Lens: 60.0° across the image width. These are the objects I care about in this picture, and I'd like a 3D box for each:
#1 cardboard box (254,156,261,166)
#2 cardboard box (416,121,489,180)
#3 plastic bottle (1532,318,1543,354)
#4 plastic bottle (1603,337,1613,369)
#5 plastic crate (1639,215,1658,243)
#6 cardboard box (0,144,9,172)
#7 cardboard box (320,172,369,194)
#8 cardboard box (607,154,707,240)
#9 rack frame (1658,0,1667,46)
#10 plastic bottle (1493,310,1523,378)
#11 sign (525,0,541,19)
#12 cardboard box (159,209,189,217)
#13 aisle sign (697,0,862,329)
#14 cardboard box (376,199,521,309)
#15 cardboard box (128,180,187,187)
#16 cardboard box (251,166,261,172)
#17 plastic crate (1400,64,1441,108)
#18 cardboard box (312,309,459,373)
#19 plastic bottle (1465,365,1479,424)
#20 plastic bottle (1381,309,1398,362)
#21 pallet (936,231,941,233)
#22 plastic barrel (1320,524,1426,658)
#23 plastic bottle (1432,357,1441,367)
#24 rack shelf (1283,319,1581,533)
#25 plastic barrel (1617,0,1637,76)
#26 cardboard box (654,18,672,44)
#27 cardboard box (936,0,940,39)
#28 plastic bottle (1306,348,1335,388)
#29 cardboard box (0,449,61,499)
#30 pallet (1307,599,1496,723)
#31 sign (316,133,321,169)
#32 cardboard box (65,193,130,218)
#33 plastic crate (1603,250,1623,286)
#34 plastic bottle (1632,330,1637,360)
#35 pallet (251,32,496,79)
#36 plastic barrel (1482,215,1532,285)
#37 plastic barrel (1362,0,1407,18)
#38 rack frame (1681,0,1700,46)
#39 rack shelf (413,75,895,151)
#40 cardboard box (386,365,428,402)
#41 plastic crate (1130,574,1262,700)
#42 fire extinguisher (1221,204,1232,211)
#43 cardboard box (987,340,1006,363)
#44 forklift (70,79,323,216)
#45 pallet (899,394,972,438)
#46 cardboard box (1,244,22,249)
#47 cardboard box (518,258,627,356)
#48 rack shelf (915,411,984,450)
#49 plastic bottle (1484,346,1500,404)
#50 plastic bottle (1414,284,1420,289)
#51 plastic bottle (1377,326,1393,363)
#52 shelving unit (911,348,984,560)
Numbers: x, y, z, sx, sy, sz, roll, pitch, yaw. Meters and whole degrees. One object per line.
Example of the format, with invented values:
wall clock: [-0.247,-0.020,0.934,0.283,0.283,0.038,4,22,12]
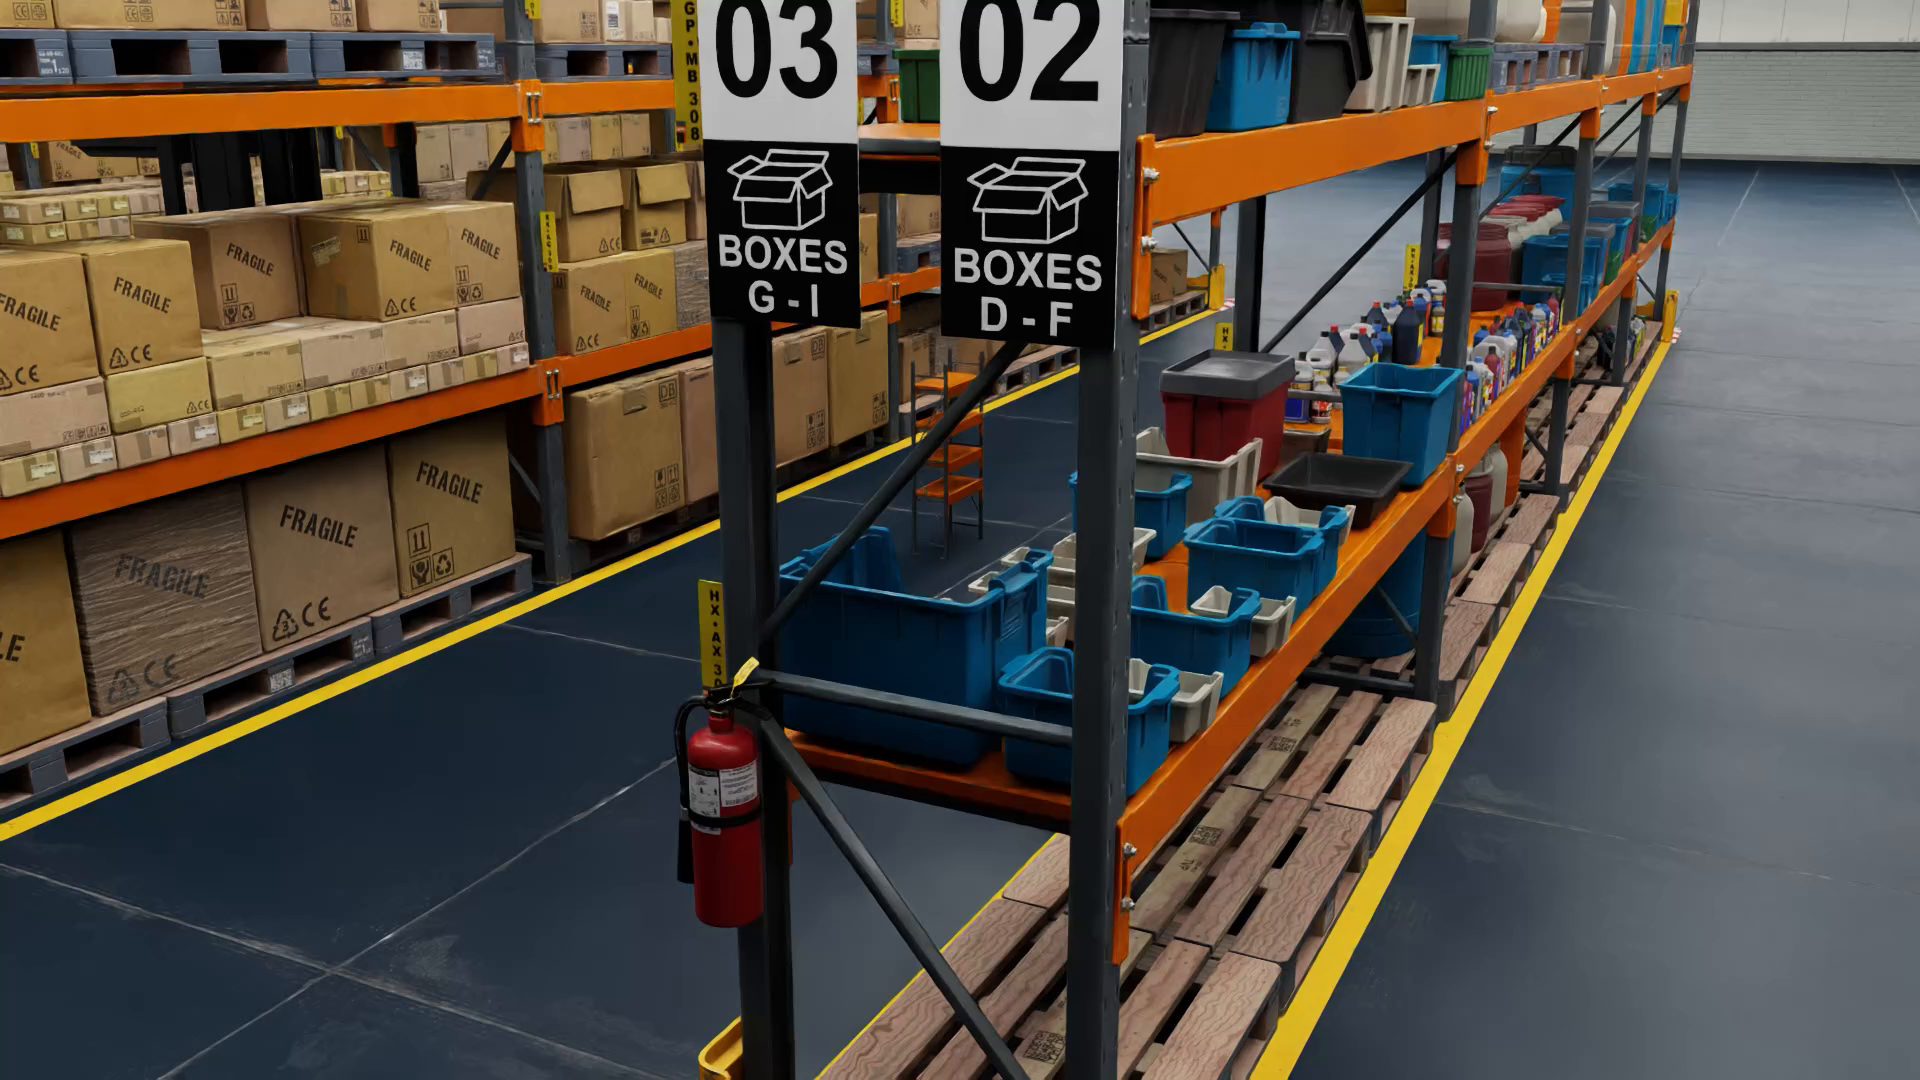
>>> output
cardboard box: [-8.253,-4.663,19.519,0.500,0.500,0.500,8,18,26]
cardboard box: [-4.911,-3.691,15.750,0.700,0.500,0.500,8,18,25]
plastic bottle: [3.290,-1.172,9.551,0.097,0.201,0.097,0,17,0]
plastic bottle: [5.824,-1.687,14.933,0.061,0.283,0.133,8,18,25]
plastic crate: [6.124,-2.862,15.263,0.450,0.188,0.662,8,18,25]
cardboard box: [-9.816,-3.888,16.413,0.500,0.500,0.500,8,18,24]
cardboard box: [-5.269,-3.041,14.152,0.380,0.149,0.250,8,18,25]
cardboard box: [-1.882,-2.272,10.968,0.797,0.503,0.637,9,19,27]
rack frame: [5.265,-5.529,13.335,1.000,3.000,0.127,8,18,25]
plastic bottle: [2.917,-1.046,8.864,0.144,0.351,0.185,8,18,25]
sign: [-2.244,-2.899,8.702,0.100,0.325,0.005,8,18,25]
cardboard box: [-6.082,-2.435,12.636,0.380,0.149,0.250,9,19,28]
aisle sign: [-0.391,-0.862,3.592,0.394,0.787,0.004,8,18,25]
cardboard box: [-2.707,-1.525,8.814,0.500,0.500,0.500,9,19,27]
cardboard box: [-6.426,-2.796,13.329,0.380,0.149,0.250,8,18,25]
cardboard box: [-8.342,-4.258,19.297,0.380,0.149,0.250,8,18,26]
plastic crate: [1.462,-1.555,5.685,0.293,0.136,0.466,8,18,25]
cardboard box: [-2.932,-1.038,8.493,0.500,0.250,0.500,9,19,27]
plastic bottle: [2.374,-0.683,7.783,0.097,0.271,0.097,0,17,0]
plastic bottle: [2.375,-1.153,9.355,0.152,0.276,0.135,8,18,25]
pallet: [-0.106,-2.682,14.623,1.003,0.211,1.213,8,18,25]
plastic barrel: [1.949,0.053,8.027,0.600,0.901,0.708,8,18,25]
plastic bottle: [2.155,-0.651,7.533,0.144,0.351,0.185,8,18,25]
rack shelf: [2.584,-0.780,9.146,1.077,0.370,4.000,8,18,25]
plastic barrel: [4.331,-3.626,11.443,0.600,0.830,0.708,8,18,25]
cardboard box: [-1.941,-3.125,10.212,0.380,0.149,0.250,7,18,23]
cardboard box: [-0.283,-4.206,13.094,0.500,0.500,0.500,8,18,26]
plastic bottle: [1.740,-0.791,8.136,0.152,0.276,0.135,8,18,25]
cardboard box: [-3.847,-0.286,6.659,0.380,0.149,0.250,8,18,24]
pallet: [2.072,0.530,8.369,1.003,0.211,1.213,8,18,25]
sign: [-5.844,-3.546,15.162,0.100,0.325,0.005,8,18,25]
cardboard box: [-6.309,-2.447,12.154,0.380,0.149,0.250,8,18,26]
plastic crate: [4.739,-2.072,12.605,0.450,0.188,0.662,8,18,25]
plastic bottle: [6.192,-1.800,15.313,0.061,0.283,0.133,9,19,28]
pallet: [-3.116,-2.434,8.338,1.003,0.211,1.213,8,18,25]
plastic barrel: [3.934,-2.085,12.078,0.421,0.512,0.421,0,17,0]
plastic barrel: [1.916,-2.603,7.684,0.600,0.588,0.600,0,17,0]
rack frame: [7.052,-6.548,16.765,1.000,3.000,0.127,8,18,25]
rack shelf: [-1.847,-2.848,10.841,1.077,0.370,4.000,8,18,25]
cardboard box: [-2.929,-0.809,8.423,0.380,0.149,0.250,8,19,26]
plastic crate: [0.602,0.266,4.549,0.416,0.233,0.300,8,18,25]
fire extinguisher: [3.085,-4.236,19.653,0.296,0.674,0.183,8,18,25]
cardboard box: [0.061,-1.881,15.206,0.700,0.500,0.500,6,18,21]
forklift: [-5.138,-1.760,11.303,3.031,2.935,1.130,4,17,13]
pallet: [-0.603,-1.127,13.947,1.003,0.211,1.213,8,18,25]
cardboard box: [-6.545,-2.025,11.778,0.380,0.149,0.250,7,18,23]
cardboard box: [-2.312,-1.379,9.723,0.500,0.500,0.500,8,18,26]
rack shelf: [-0.074,-0.683,10.167,0.258,0.148,0.480,8,18,25]
plastic bottle: [2.633,-0.825,8.238,0.061,0.283,0.133,8,18,25]
plastic bottle: [2.807,-1.431,10.280,0.061,0.283,0.133,8,18,25]
plastic bottle: [2.249,-0.999,8.846,0.097,0.271,0.097,0,17,0]
shelving unit: [-0.074,-0.533,10.212,0.258,1.200,0.503,8,18,25]
